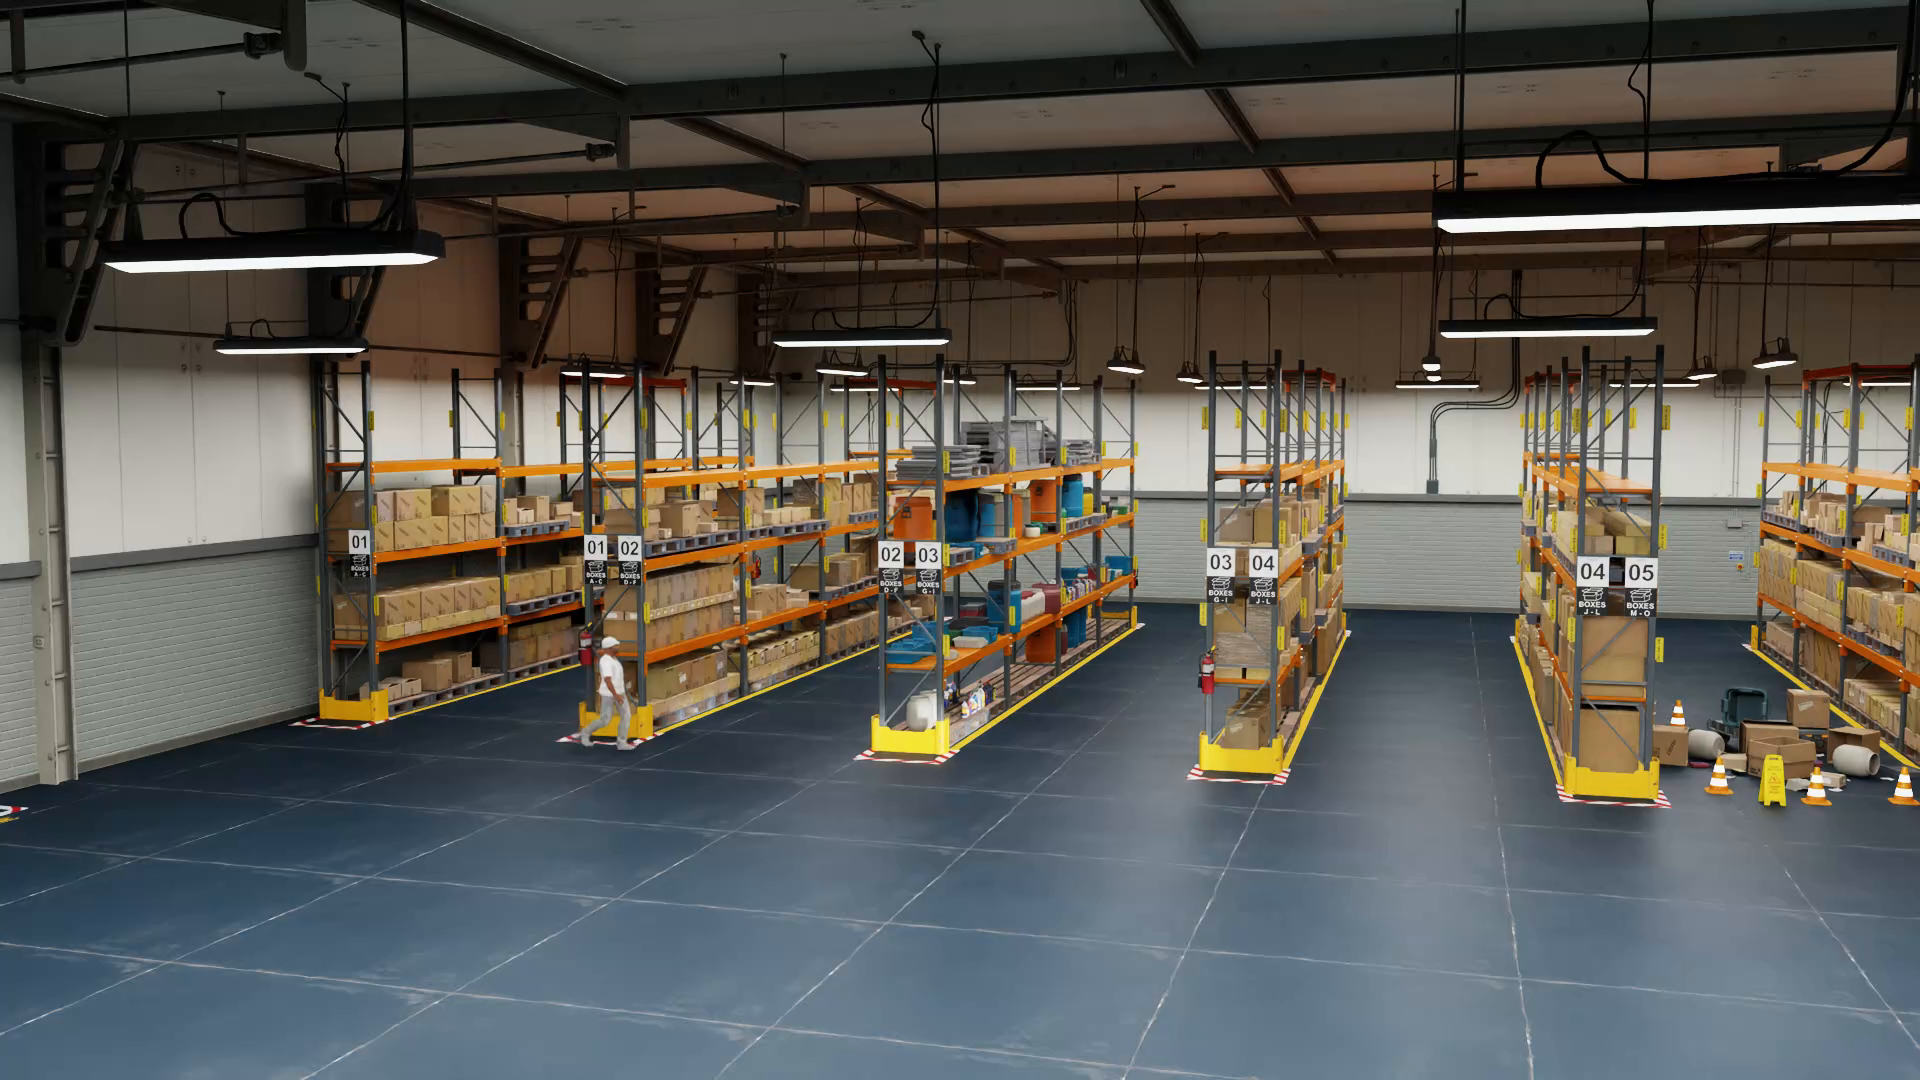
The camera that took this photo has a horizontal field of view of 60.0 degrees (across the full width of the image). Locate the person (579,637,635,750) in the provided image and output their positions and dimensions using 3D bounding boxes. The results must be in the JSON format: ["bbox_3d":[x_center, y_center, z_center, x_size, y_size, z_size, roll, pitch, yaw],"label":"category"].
[{"bbox_3d":[-5.339,2.328,25.226,0.879,1.728,0.543,2,4,24],"label":"person"}]

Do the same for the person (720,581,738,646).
[{"bbox_3d":[-5.200,1.508,36.588,0.581,1.724,1.088,1,4,13],"label":"person"}]
